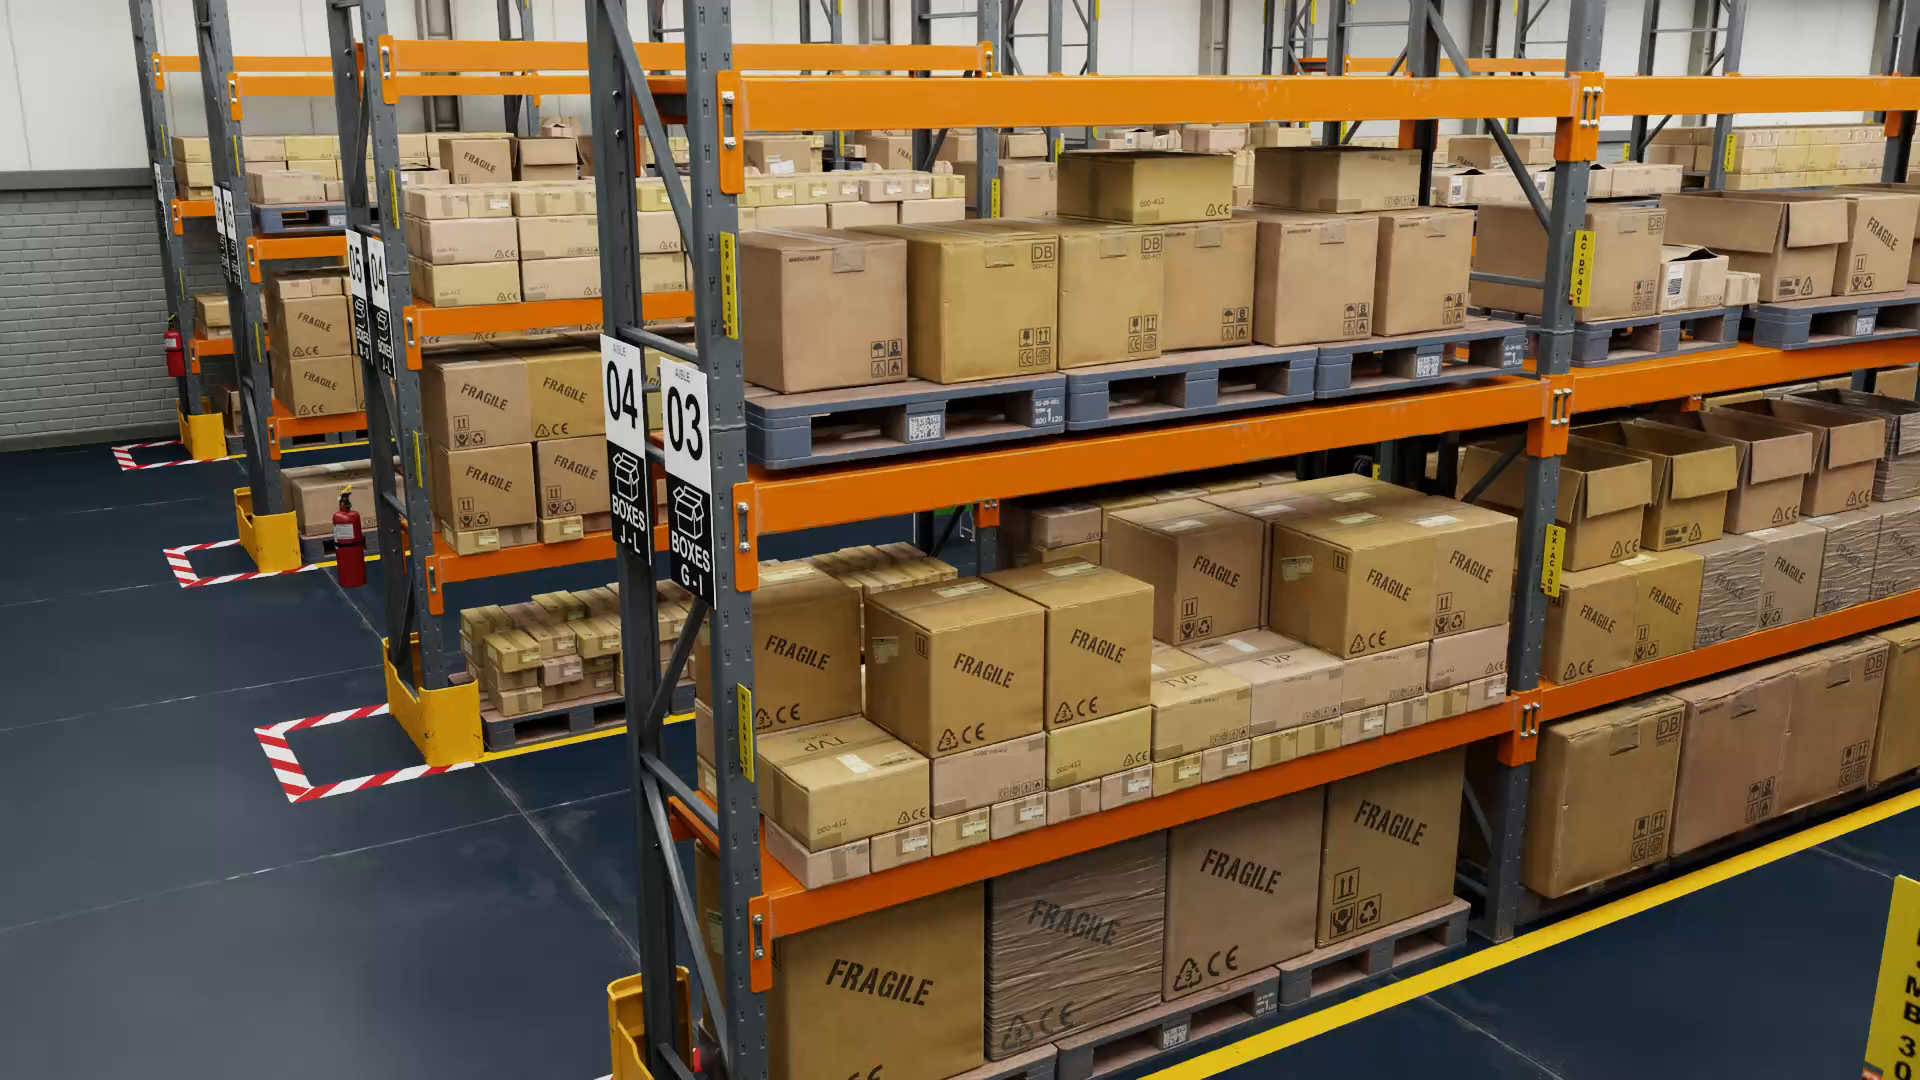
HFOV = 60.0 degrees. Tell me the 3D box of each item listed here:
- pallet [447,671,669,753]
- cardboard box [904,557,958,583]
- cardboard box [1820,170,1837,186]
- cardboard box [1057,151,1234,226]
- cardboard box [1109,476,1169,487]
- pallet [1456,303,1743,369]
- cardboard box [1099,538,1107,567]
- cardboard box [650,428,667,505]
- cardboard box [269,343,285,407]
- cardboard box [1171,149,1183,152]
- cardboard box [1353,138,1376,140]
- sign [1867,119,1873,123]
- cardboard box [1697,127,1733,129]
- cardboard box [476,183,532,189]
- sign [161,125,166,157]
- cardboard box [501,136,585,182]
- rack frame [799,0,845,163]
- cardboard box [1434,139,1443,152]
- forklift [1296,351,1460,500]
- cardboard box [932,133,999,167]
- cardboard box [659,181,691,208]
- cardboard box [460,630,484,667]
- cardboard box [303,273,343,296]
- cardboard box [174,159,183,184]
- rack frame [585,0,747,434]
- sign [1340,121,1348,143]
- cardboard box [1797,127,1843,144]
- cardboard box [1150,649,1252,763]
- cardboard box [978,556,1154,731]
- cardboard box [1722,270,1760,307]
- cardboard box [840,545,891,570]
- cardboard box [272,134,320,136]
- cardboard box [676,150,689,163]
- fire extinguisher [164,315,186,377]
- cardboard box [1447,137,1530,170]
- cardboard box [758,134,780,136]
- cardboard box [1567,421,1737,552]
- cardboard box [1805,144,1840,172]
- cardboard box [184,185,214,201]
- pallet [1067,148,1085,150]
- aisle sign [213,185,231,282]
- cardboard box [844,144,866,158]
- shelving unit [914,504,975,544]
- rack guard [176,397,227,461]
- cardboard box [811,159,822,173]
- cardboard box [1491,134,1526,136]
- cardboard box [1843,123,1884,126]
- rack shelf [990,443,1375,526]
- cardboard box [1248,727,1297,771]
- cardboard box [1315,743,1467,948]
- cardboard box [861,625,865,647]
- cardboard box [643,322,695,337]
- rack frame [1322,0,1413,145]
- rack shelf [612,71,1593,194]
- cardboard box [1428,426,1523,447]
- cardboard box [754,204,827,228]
[{"bbox_3d":[-2.693,1.043,11.138,1.213,0.211,1.003,-9,18,-30],"label":"pallet"},{"bbox_3d":[-0.215,0.254,12.190,0.250,0.149,0.380,-9,18,-28],"label":"cardboard box"},{"bbox_3d":[8.391,-3.575,16.392,0.250,0.149,0.380,-9,18,-30],"label":"cardboard box"},{"bbox_3d":[0.732,-1.405,6.610,0.500,0.250,0.500,-10,18,-31],"label":"cardboard box"},{"bbox_3d":[1.357,-0.407,13.609,0.500,0.250,0.500,-10,19,-32],"label":"cardboard box"},{"bbox_3d":[3.184,-1.070,8.306,1.217,0.209,0.805,-10,19,-32],"label":"pallet"},{"bbox_3d":[1.178,0.146,13.025,0.500,0.500,0.500,-8,18,-27],"label":"cardboard box"},{"bbox_3d":[-2.074,-0.520,10.810,0.500,0.500,0.500,-9,18,-29],"label":"cardboard box"},{"bbox_3d":[-5.832,-1.492,14.829,0.500,0.500,0.500,-9,18,-29],"label":"cardboard box"},{"bbox_3d":[2.616,-4.424,19.416,0.500,0.250,0.500,-9,18,-30],"label":"cardboard box"},{"bbox_3d":[4.944,-4.921,20.679,0.250,0.149,0.380,-9,18,-28],"label":"cardboard box"},{"bbox_3d":[9.961,-4.441,18.212,0.005,0.325,0.100,-9,18,-30],"label":"sign"},{"bbox_3d":[7.395,-4.004,16.445,0.250,0.149,0.380,-9,18,-30],"label":"cardboard box"},{"bbox_3d":[-2.858,-2.151,10.421,0.250,0.149,0.380,-10,18,-31],"label":"cardboard box"},{"bbox_3d":[-8.389,-4.203,17.510,0.005,0.325,0.100,-9,18,-30],"label":"sign"},{"bbox_3d":[-3.820,-3.421,15.185,0.637,0.503,0.797,-8,17,-25],"label":"cardboard box"},{"bbox_3d":[-1.811,-6.464,21.638,0.127,3.000,1.000,-9,18,-30],"label":"rack frame"},{"bbox_3d":[5.704,-4.853,20.435,0.250,0.149,0.380,-10,18,-31],"label":"cardboard box"},{"bbox_3d":[3.077,-0.384,11.190,3.031,2.935,1.130,-9,18,-28],"label":"forklift"},{"bbox_3d":[-0.002,-3.941,17.230,0.500,0.500,0.700,-10,19,-32],"label":"cardboard box"},{"bbox_3d":[-1.731,-2.190,10.562,0.250,0.149,0.380,-9,18,-28],"label":"cardboard box"},{"bbox_3d":[-3.168,0.704,11.135,0.250,0.149,0.380,-10,18,-31],"label":"cardboard box"},{"bbox_3d":[-5.474,-2.196,14.286,0.250,0.149,0.380,-9,18,-28],"label":"cardboard box"},{"bbox_3d":[-8.427,-4.103,18.501,0.500,0.250,0.500,-10,18,-31],"label":"cardboard box"},{"bbox_3d":[-1.005,-1.911,5.396,0.127,3.000,1.000,-9,18,-30],"label":"rack frame"},{"bbox_3d":[4.466,-4.739,19.352,0.005,0.325,0.100,-9,18,-30],"label":"sign"},{"bbox_3d":[8.391,-3.959,16.284,0.250,0.149,0.380,-9,18,-30],"label":"cardboard box"},{"bbox_3d":[0.865,0.686,6.974,0.500,0.250,0.500,-10,18,-31],"label":"cardboard box"},{"bbox_3d":[0.415,0.398,6.610,0.500,0.500,0.500,-10,18,-31],"label":"cardboard box"},{"bbox_3d":[3.777,-1.276,8.376,0.250,0.149,0.380,-10,19,-32],"label":"cardboard box"},{"bbox_3d":[-0.713,0.168,12.494,0.250,0.149,0.380,-8,18,-27],"label":"cardboard box"},{"bbox_3d":[-7.549,-4.492,18.960,0.500,0.250,0.500,-9,18,-29],"label":"cardboard box"},{"bbox_3d":[-3.474,-4.762,20.626,0.250,0.149,0.380,-9,18,-28],"label":"cardboard box"},{"bbox_3d":[-8.556,-2.119,18.087,0.183,0.674,0.296,-9,18,-30],"label":"fire extinguisher"},{"bbox_3d":[4.730,-3.346,14.922,0.500,0.500,0.500,-9,18,-30],"label":"cardboard box"},{"bbox_3d":[-2.502,-5.267,21.913,0.250,0.149,0.380,-9,18,-29],"label":"cardboard box"},{"bbox_3d":[3.561,-0.293,8.695,0.637,0.503,0.797,-9,18,-29],"label":"cardboard box"},{"bbox_3d":[8.241,-3.762,16.319,0.500,0.250,0.500,-9,18,-30],"label":"cardboard box"},{"bbox_3d":[-8.275,-3.777,18.075,0.250,0.149,0.380,-9,18,-29],"label":"cardboard box"},{"bbox_3d":[2.336,-5.658,24.482,1.213,0.211,1.003,-9,18,-30],"label":"pallet"},{"bbox_3d":[-6.330,-2.629,14.255,0.004,0.787,0.394,-9,18,-30],"label":"aisle sign"},{"bbox_3d":[-1.356,-5.136,21.926,0.250,0.166,0.380,-9,18,-30],"label":"cardboard box"},{"bbox_3d":[-0.142,-0.555,15.006,0.503,1.200,0.258,-9,18,-30],"label":"shelving unit"},{"bbox_3d":[-8.603,-1.270,18.855,0.348,0.500,1.175,-9,18,-30],"label":"rack guard"},{"bbox_3d":[-2.126,-4.820,21.608,0.500,0.250,0.500,-10,18,-32],"label":"cardboard box"},{"bbox_3d":[7.196,-5.245,21.833,0.250,0.149,0.380,-9,18,-30],"label":"cardboard box"},{"bbox_3d":[9.577,-4.359,17.709,0.250,0.149,0.380,-9,18,-29],"label":"cardboard box"},{"bbox_3d":[1.670,-0.672,13.422,4.000,0.370,1.077,-9,18,-30],"label":"rack shelf"},{"bbox_3d":[1.230,0.839,7.164,0.250,0.149,0.380,-10,18,-31],"label":"cardboard box"},{"bbox_3d":[1.817,1.315,8.158,0.875,0.875,0.875,-9,18,-30],"label":"cardboard box"},{"bbox_3d":[-0.664,0.632,11.942,0.250,0.149,0.380,-10,18,-32],"label":"cardboard box"},{"bbox_3d":[-1.882,-1.197,11.375,0.500,0.500,0.500,-10,18,-32],"label":"cardboard box"},{"bbox_3d":[3.385,-4.185,13.507,0.127,3.000,1.000,-9,18,-30],"label":"rack frame"},{"bbox_3d":[0.709,-1.650,6.539,4.000,0.370,1.077,-9,18,-30],"label":"rack shelf"},{"bbox_3d":[4.701,-0.601,15.228,0.750,0.750,1.050,-9,18,-29],"label":"cardboard box"},{"bbox_3d":[-1.205,-2.087,10.932,0.500,0.250,0.500,-8,18,-27],"label":"cardboard box"}]
